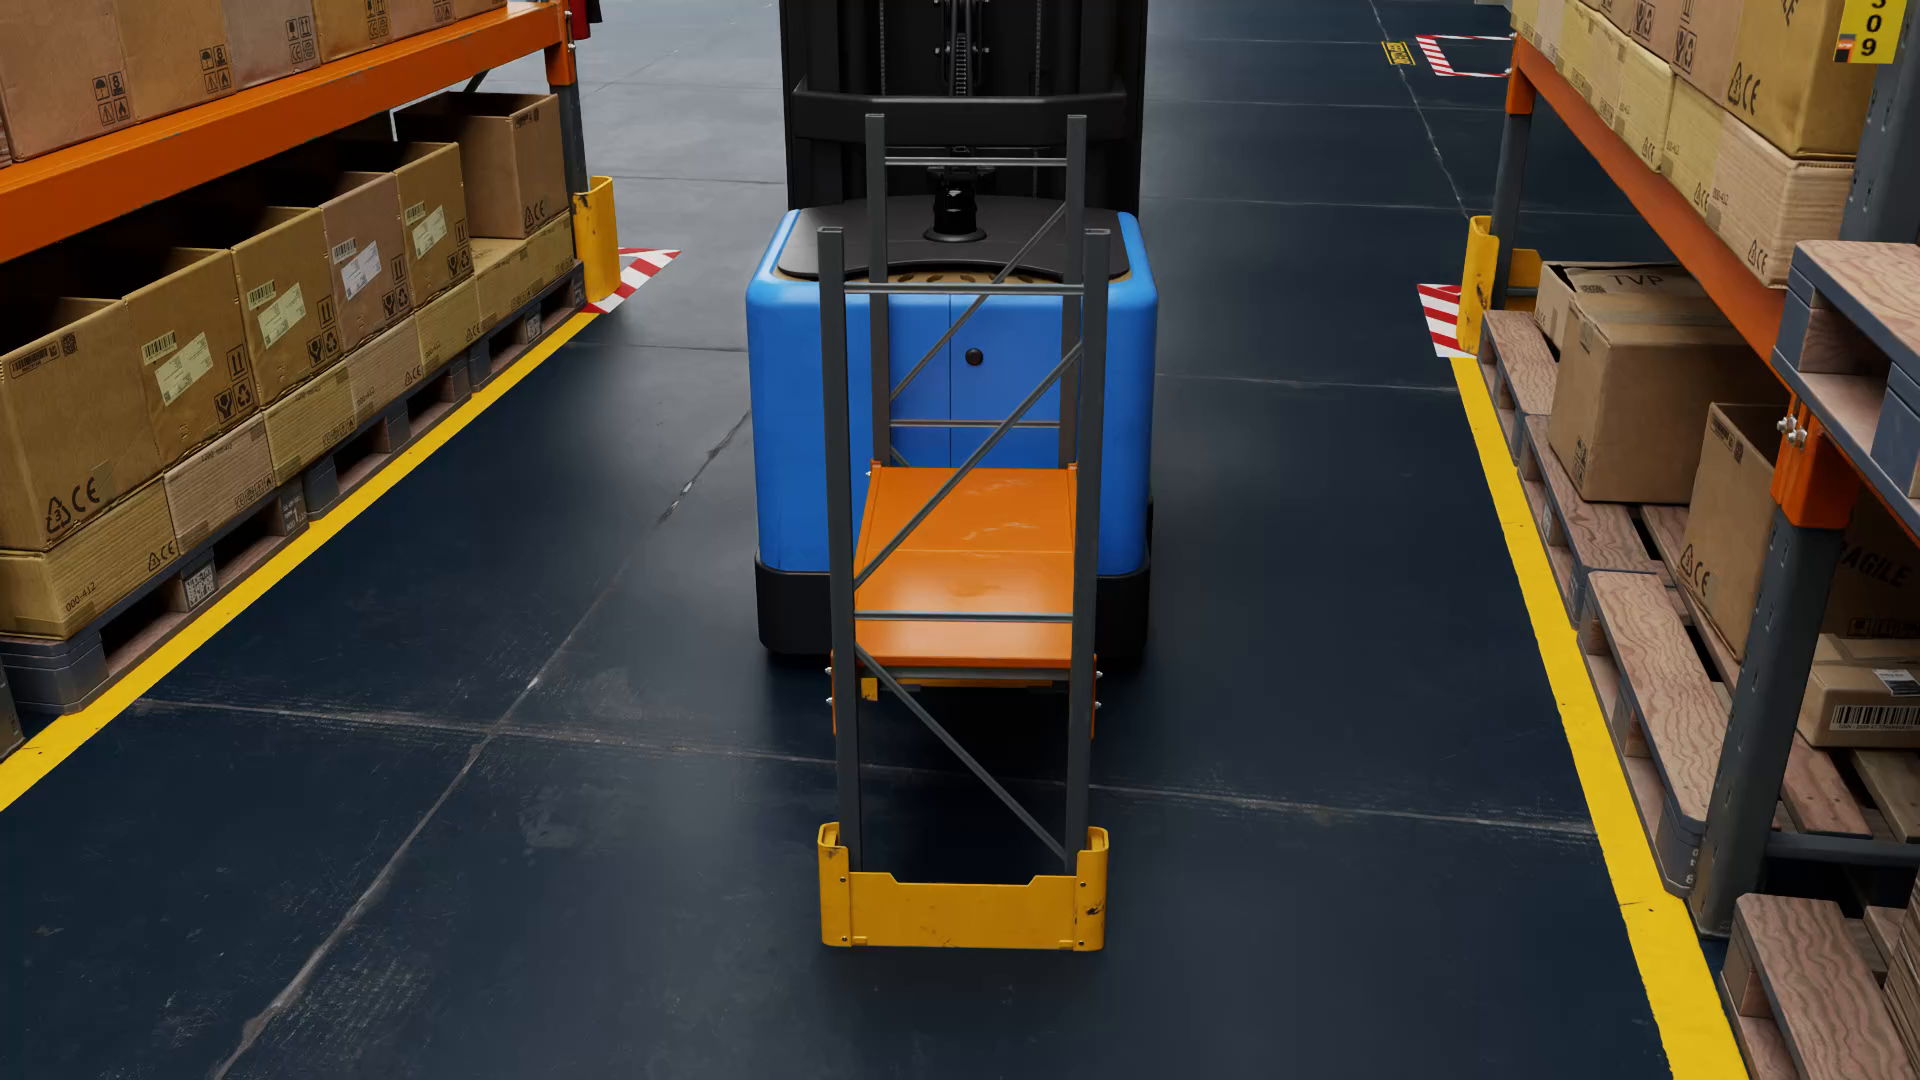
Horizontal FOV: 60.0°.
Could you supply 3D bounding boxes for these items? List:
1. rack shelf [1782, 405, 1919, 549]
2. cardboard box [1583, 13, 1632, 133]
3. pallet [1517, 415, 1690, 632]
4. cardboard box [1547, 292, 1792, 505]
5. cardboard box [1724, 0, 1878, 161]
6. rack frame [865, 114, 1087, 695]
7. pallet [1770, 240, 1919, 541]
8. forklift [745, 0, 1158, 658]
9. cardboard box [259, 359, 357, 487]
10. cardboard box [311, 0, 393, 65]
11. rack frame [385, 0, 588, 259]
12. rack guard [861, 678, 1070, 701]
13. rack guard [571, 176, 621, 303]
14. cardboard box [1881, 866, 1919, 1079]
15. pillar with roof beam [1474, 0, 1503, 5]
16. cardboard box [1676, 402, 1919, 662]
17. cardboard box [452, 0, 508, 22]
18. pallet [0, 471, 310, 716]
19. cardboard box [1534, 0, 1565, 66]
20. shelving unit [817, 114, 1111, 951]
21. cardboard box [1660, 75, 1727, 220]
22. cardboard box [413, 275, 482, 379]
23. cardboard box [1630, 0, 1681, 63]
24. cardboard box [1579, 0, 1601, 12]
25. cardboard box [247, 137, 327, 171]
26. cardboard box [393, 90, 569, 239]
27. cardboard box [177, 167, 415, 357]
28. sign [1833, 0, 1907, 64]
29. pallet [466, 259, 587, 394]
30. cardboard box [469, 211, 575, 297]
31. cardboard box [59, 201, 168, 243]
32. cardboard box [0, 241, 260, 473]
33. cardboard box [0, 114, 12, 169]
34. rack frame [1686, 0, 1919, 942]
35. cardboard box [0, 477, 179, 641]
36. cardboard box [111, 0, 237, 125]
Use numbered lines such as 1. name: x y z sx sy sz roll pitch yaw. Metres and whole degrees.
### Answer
1. rack shelf: 1.720 0.645 1.182 1.077 0.370 4.000 4 25 9
2. cardboard box: 2.063 -1.307 4.658 0.500 0.250 0.500 4 25 9
3. pallet: 2.319 -0.049 5.107 1.003 0.211 1.213 4 25 9
4. cardboard box: 2.237 -0.432 5.065 0.700 0.500 0.500 2 25 5
5. cardboard box: 1.819 -1.017 3.154 0.500 0.500 0.500 4 25 8
6. rack frame: 0.036 -0.281 4.082 0.500 1.500 0.032 1 25 2
7. pallet: 1.779 -0.121 2.196 1.003 0.211 1.213 4 25 9
8. forklift: 0.017 -1.594 5.198 1.130 2.935 3.031 1 25 1
9. cardboard box: -2.292 -0.394 5.302 0.500 0.250 0.500 4 25 9
10. cardboard box: -2.444 -1.956 5.772 0.700 0.500 0.500 4 25 9
11. rack frame: -2.187 -2.532 7.121 1.000 3.000 0.127 4 25 9
12. rack guard: 0.036 0.293 4.329 0.587 0.250 0.087 1 25 2
13. rack guard: -2.183 -1.410 7.672 1.175 0.500 0.348 4 25 9
14. cardboard box: 1.943 0.725 2.593 0.700 0.500 0.500 5 26 10
15. pillar with roof beam: 1.154 -9.872 15.725 9.100 9.000 0.400 4 25 9
16. cardboard box: 2.177 -0.021 4.187 0.500 0.500 0.500 2 25 5
17. cardboard box: -2.276 -2.383 6.685 0.700 0.500 0.500 4 25 9
18. pallet: -2.669 0.074 4.842 1.003 0.211 1.213 4 25 9
19. cardboard box: 2.237 -1.731 5.563 0.500 0.250 0.500 3 25 7
20. shelving unit: 0.021 -0.062 3.613 0.587 1.500 1.083 1 25 2
21. cardboard box: 1.915 -0.885 3.757 0.500 0.250 0.500 4 25 9
22. cardboard box: -2.133 -0.813 6.196 0.500 0.250 0.500 4 25 9
23. cardboard box: 1.988 -1.436 4.049 0.500 0.500 0.500 3 25 7
24. cardboard box: 2.145 -1.871 4.977 0.500 0.500 0.500 3 25 7
25. cardboard box: -2.643 -1.188 6.114 0.500 0.500 0.500 4 25 9
26. cardboard box: -1.981 -1.572 6.933 0.500 0.500 0.500 4 25 9
27. cardboard box: -2.213 -0.943 5.590 0.500 0.500 0.500 4 25 9
28. sign: 1.511 -0.944 2.707 0.100 0.325 0.005 4 25 9
29. pallet: -2.271 -0.946 7.023 1.003 0.211 1.213 4 25 9
30. cardboard box: -1.983 -1.232 7.092 0.500 0.250 0.500 4 25 9
31. cardboard box: -2.809 -0.770 5.221 0.500 0.500 0.500 4 25 9
32. cardboard box: -2.382 -0.525 4.698 0.500 0.500 0.500 4 25 9
33. cardboard box: -2.774 -1.090 3.923 0.700 0.500 0.500 3 25 7
34. rack frame: 2.047 -0.517 2.817 1.000 3.000 0.127 4 25 9
35. cardboard box: -2.466 0.023 4.410 0.500 0.250 0.500 4 25 9
36. cardboard box: -2.609 -1.521 4.843 0.700 0.500 0.500 4 25 9
